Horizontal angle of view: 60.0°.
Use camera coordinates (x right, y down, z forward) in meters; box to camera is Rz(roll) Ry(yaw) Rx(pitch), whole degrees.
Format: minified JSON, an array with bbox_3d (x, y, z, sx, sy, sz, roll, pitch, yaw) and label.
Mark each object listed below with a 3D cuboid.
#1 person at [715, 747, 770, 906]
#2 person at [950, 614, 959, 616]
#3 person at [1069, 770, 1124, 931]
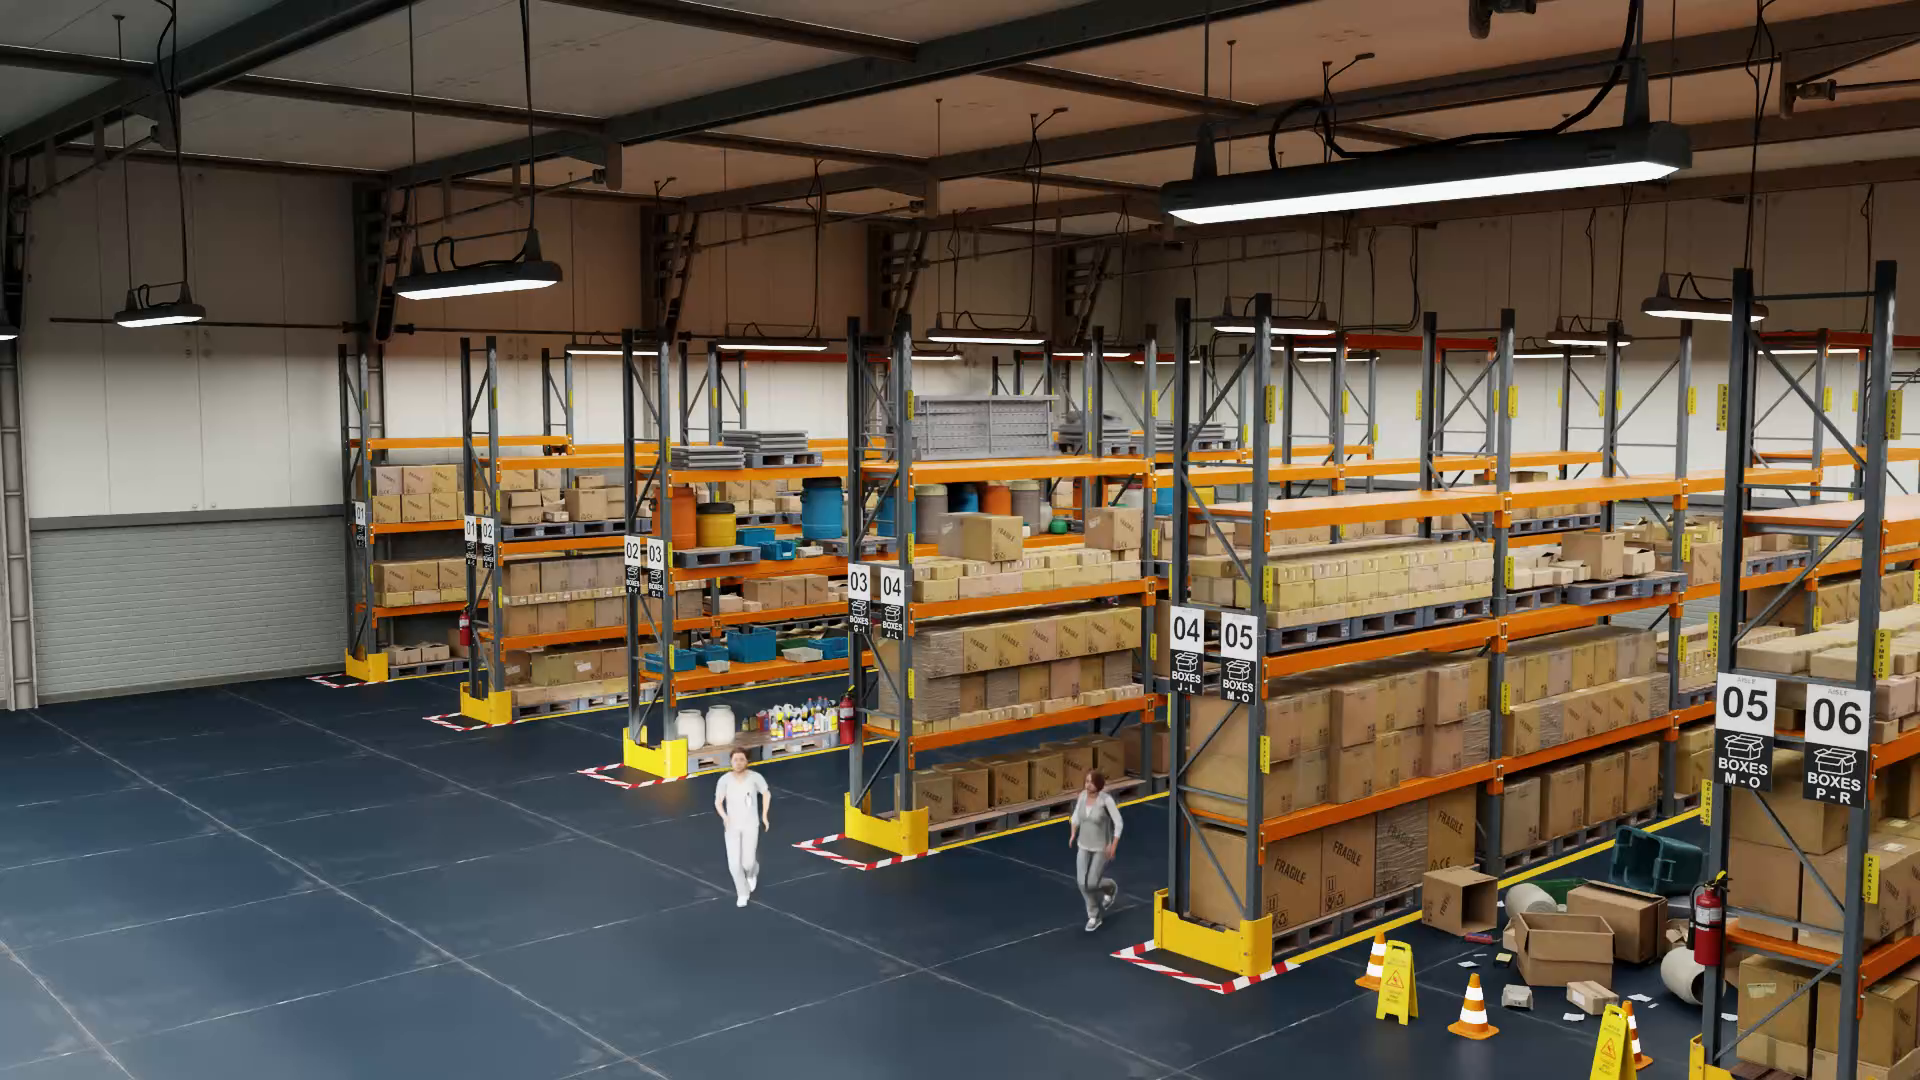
[{"bbox_3d":[-2.179,2.872,16.646,0.548,1.622,0.595,0,5,-3],"label":"person"},{"bbox_3d":[0.026,1.729,29.153,0.580,1.728,0.767,4,6,37],"label":"person"},{"bbox_3d":[1.319,2.970,16.051,0.545,1.559,0.576,3,6,34],"label":"person"}]
